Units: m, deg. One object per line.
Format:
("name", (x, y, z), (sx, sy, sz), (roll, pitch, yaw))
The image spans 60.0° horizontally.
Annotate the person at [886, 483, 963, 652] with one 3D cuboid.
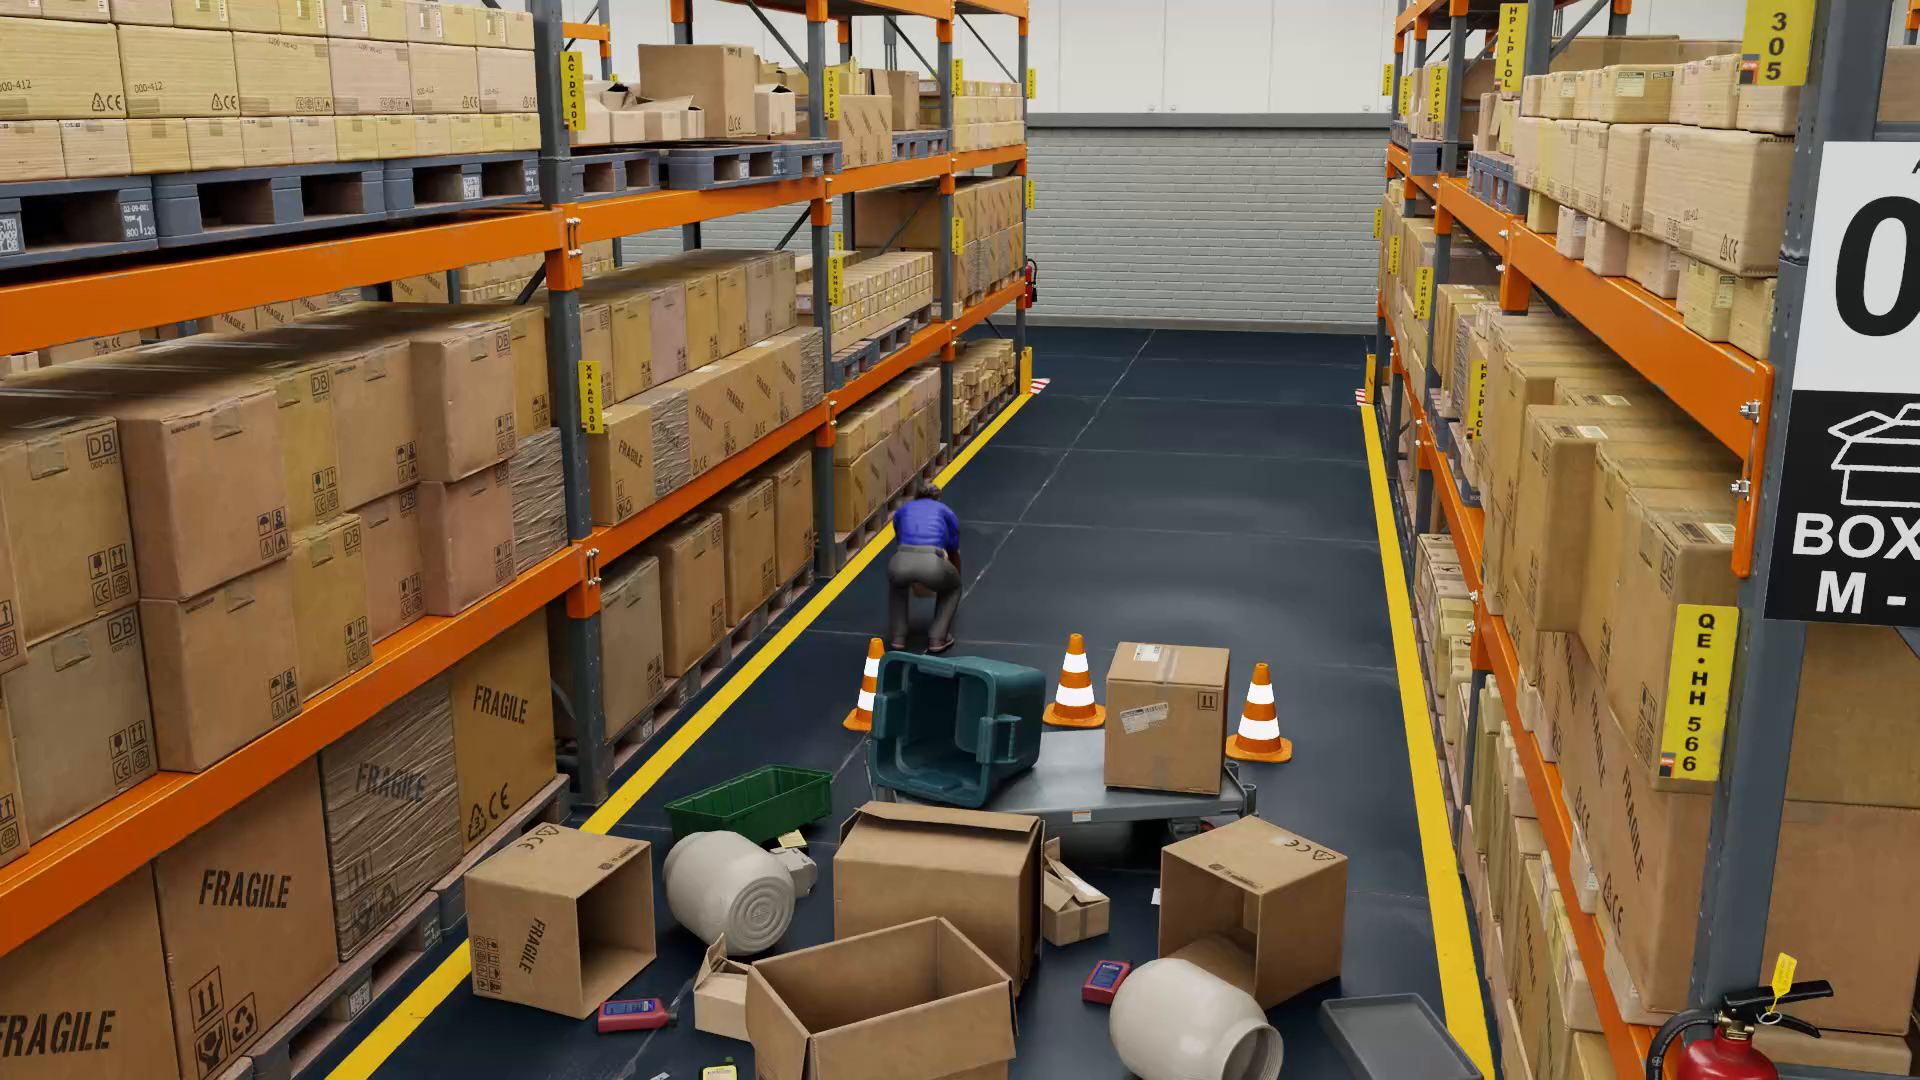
("person", (-0.219, 0.167, 10.325), (0.465, 0.936, 0.865), (2, 15, 9))
